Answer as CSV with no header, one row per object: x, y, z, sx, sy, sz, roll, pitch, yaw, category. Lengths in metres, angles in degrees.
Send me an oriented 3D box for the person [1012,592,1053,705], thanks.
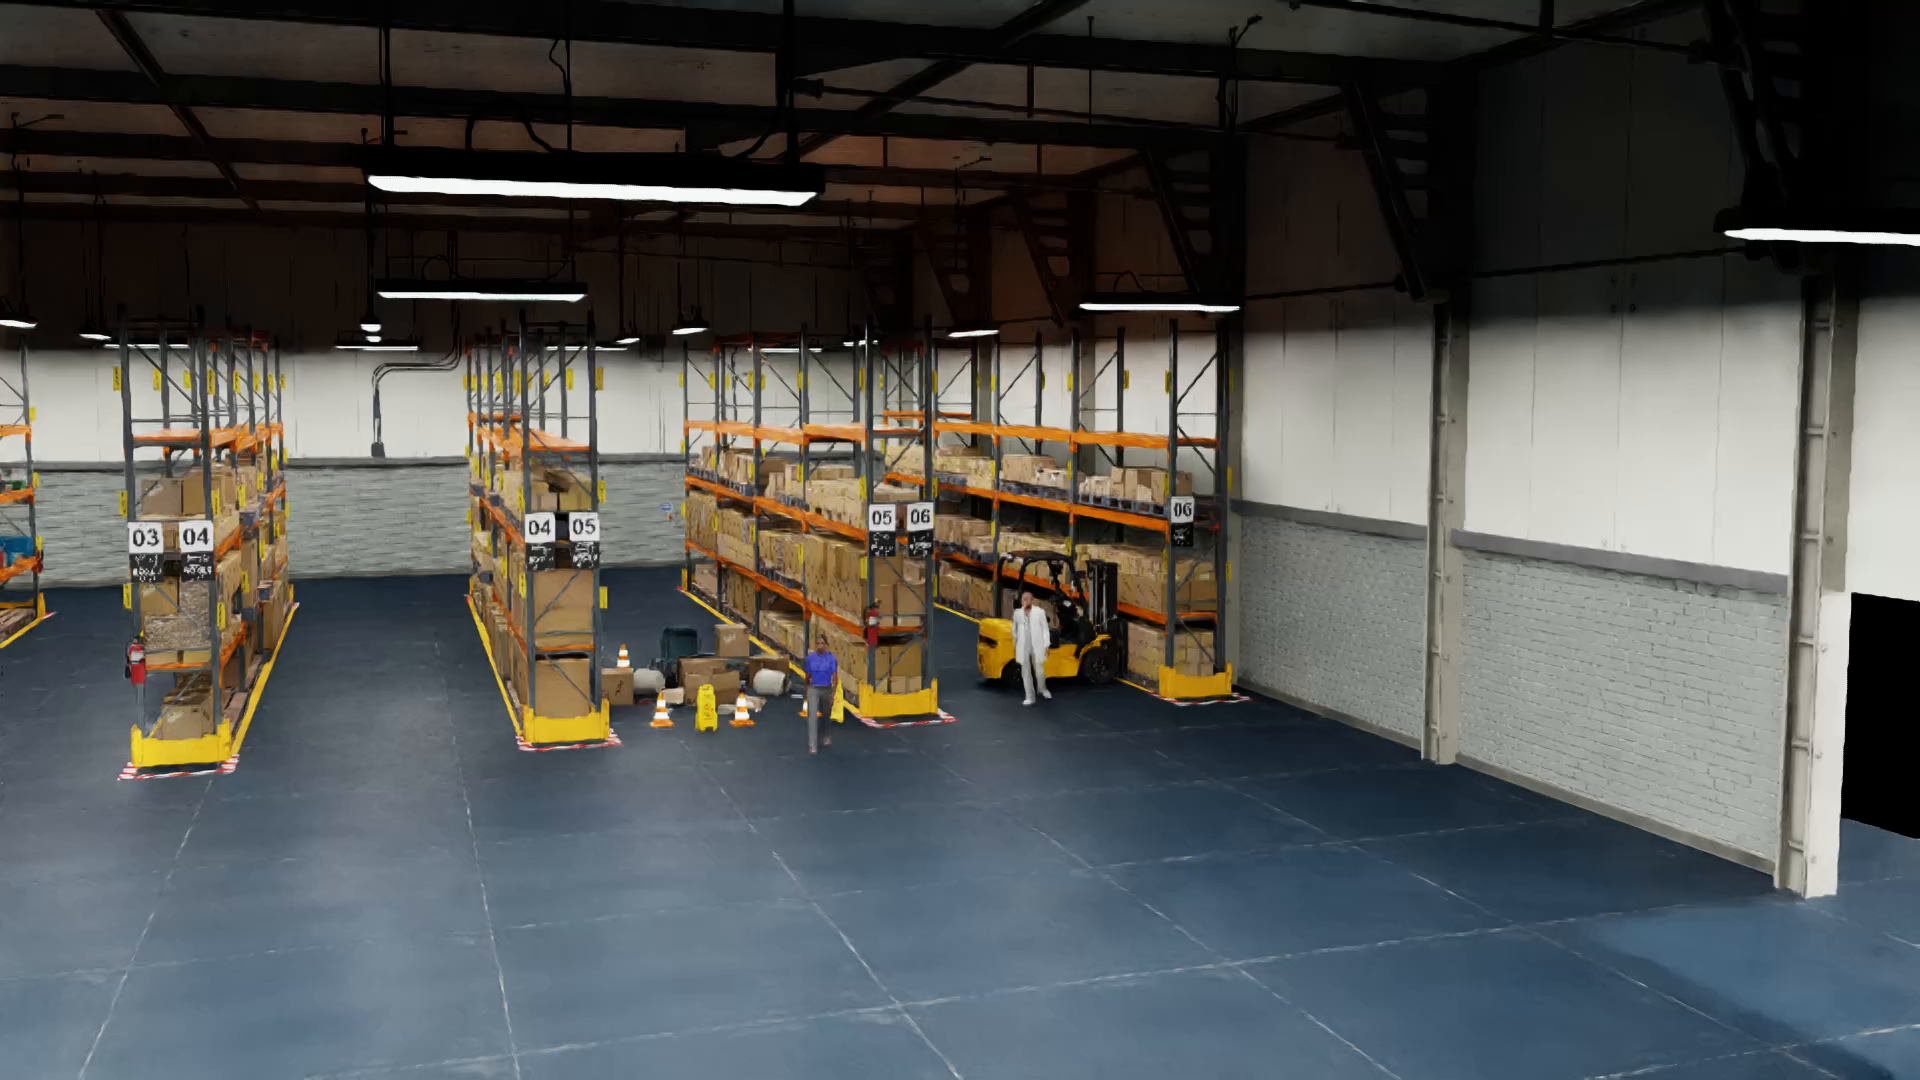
1.126,1.668,25.911,0.626,1.771,0.595,2,6,17,person

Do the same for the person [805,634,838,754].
-1.876,2.059,22.555,0.443,1.586,0.993,-1,5,-9,person
